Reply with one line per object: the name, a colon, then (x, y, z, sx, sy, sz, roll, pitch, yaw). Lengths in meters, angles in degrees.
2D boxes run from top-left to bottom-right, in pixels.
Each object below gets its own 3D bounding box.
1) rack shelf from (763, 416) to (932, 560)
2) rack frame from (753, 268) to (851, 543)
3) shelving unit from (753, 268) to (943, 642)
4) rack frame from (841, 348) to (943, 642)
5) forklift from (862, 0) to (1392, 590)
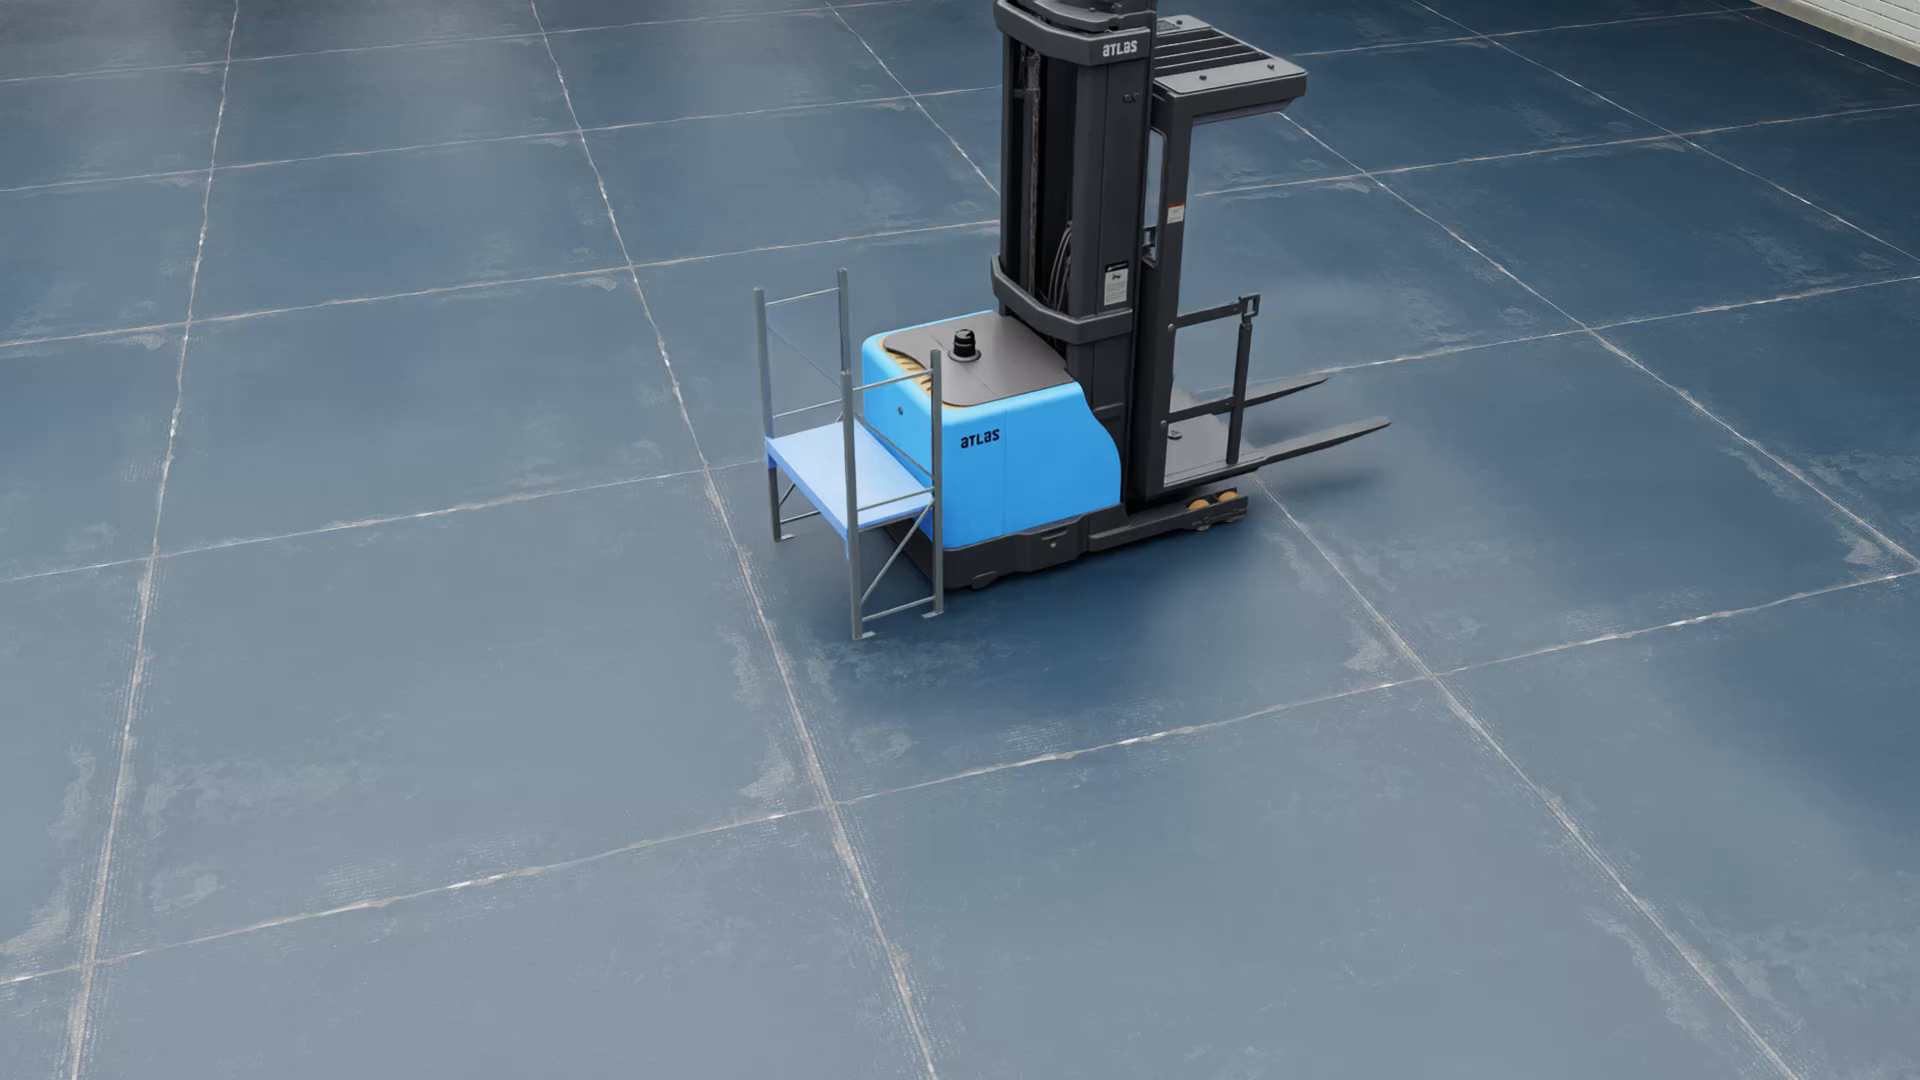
rack shelf: (-0.555, -0.287, 8.470, 0.538, 0.185, 1.000, -17, 37, -24)
rack frame: (-0.798, -0.683, 8.743, 0.500, 1.500, 0.032, -17, 37, -24)
shelving unit: (-0.555, -0.437, 8.371, 0.538, 1.500, 1.048, -17, 37, -24)
rack frame: (-0.312, -0.191, 7.998, 0.500, 1.500, 0.032, -17, 37, -24)
forklift: (1.022, -1.520, 8.712, 3.031, 2.935, 1.130, -15, 36, -22)
